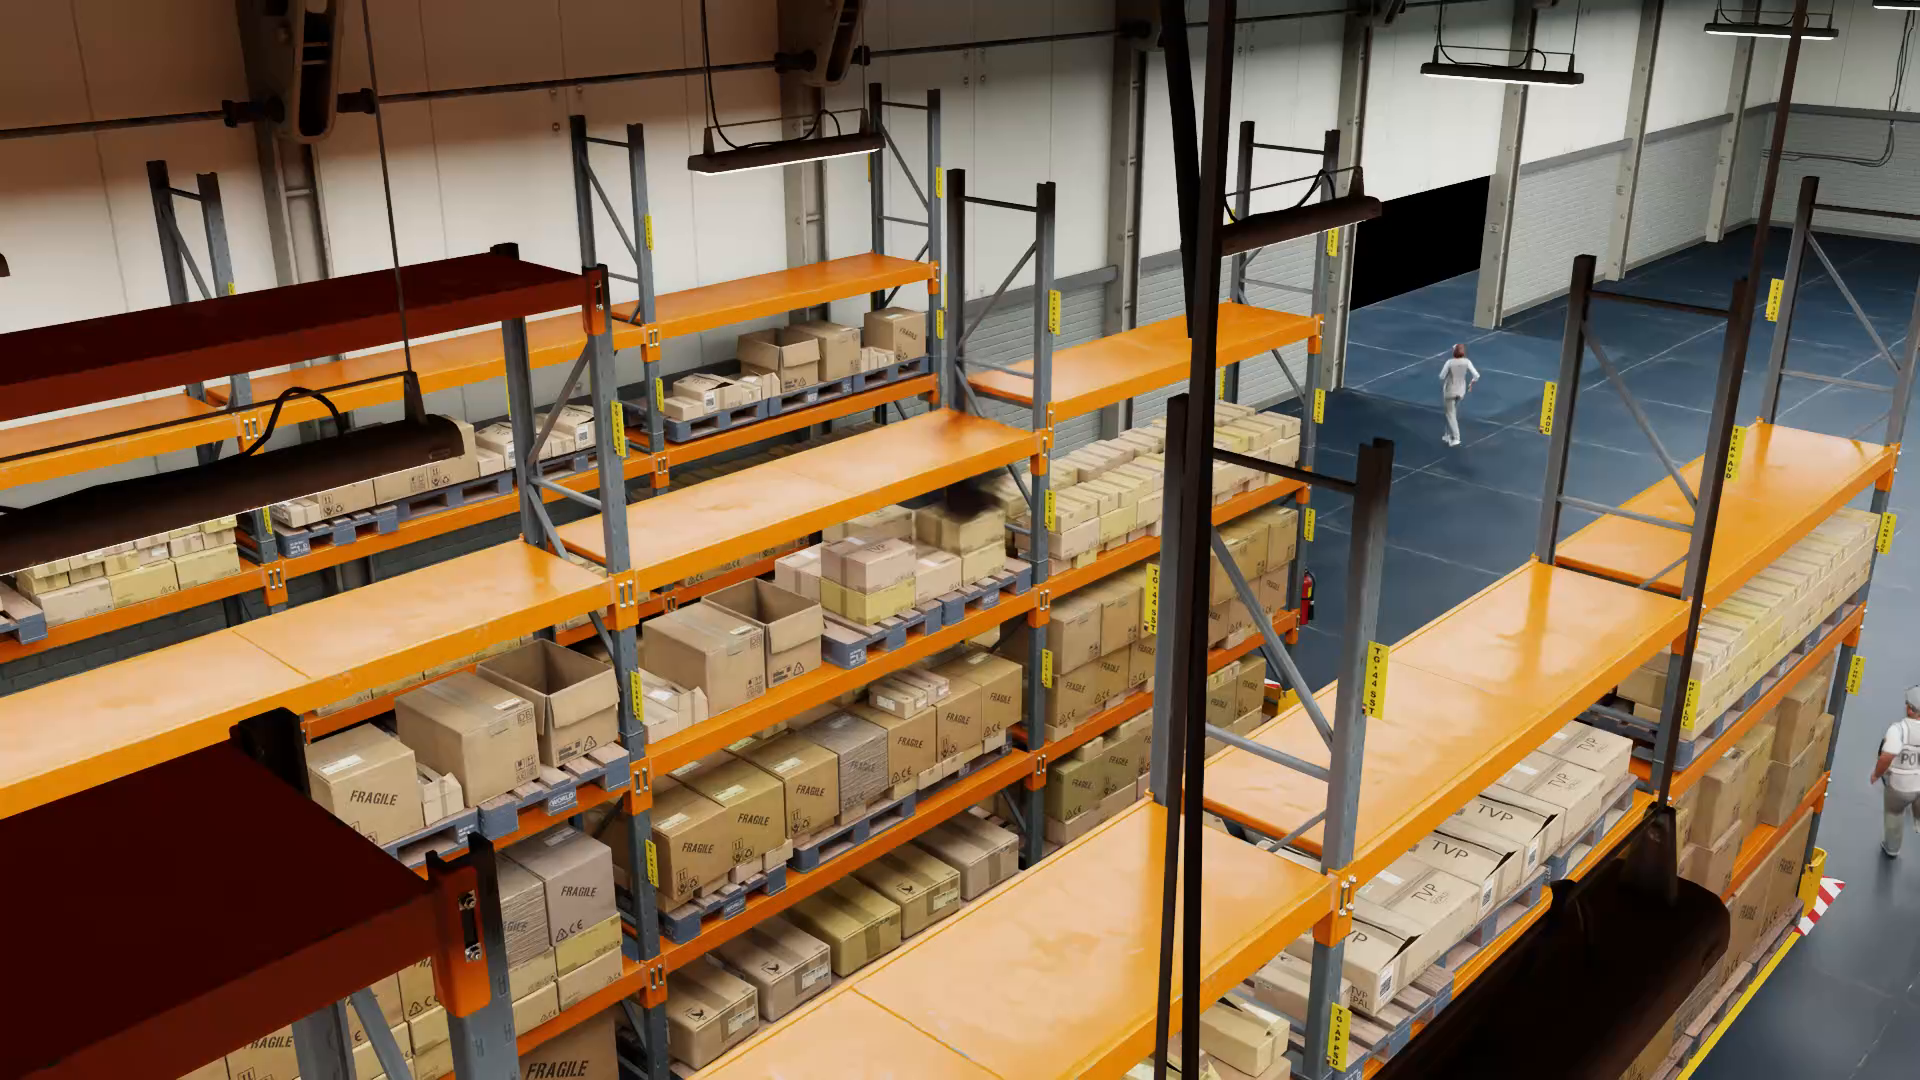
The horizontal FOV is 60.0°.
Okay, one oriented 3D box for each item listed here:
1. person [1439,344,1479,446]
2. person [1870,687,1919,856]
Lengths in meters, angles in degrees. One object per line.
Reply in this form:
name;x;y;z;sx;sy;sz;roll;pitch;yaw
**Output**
person;7.584;-2.202;25.464;0.514;1.629;0.757;-4;22;-9
person;8.146;2.060;14.284;0.730;1.743;0.958;2;21;6
